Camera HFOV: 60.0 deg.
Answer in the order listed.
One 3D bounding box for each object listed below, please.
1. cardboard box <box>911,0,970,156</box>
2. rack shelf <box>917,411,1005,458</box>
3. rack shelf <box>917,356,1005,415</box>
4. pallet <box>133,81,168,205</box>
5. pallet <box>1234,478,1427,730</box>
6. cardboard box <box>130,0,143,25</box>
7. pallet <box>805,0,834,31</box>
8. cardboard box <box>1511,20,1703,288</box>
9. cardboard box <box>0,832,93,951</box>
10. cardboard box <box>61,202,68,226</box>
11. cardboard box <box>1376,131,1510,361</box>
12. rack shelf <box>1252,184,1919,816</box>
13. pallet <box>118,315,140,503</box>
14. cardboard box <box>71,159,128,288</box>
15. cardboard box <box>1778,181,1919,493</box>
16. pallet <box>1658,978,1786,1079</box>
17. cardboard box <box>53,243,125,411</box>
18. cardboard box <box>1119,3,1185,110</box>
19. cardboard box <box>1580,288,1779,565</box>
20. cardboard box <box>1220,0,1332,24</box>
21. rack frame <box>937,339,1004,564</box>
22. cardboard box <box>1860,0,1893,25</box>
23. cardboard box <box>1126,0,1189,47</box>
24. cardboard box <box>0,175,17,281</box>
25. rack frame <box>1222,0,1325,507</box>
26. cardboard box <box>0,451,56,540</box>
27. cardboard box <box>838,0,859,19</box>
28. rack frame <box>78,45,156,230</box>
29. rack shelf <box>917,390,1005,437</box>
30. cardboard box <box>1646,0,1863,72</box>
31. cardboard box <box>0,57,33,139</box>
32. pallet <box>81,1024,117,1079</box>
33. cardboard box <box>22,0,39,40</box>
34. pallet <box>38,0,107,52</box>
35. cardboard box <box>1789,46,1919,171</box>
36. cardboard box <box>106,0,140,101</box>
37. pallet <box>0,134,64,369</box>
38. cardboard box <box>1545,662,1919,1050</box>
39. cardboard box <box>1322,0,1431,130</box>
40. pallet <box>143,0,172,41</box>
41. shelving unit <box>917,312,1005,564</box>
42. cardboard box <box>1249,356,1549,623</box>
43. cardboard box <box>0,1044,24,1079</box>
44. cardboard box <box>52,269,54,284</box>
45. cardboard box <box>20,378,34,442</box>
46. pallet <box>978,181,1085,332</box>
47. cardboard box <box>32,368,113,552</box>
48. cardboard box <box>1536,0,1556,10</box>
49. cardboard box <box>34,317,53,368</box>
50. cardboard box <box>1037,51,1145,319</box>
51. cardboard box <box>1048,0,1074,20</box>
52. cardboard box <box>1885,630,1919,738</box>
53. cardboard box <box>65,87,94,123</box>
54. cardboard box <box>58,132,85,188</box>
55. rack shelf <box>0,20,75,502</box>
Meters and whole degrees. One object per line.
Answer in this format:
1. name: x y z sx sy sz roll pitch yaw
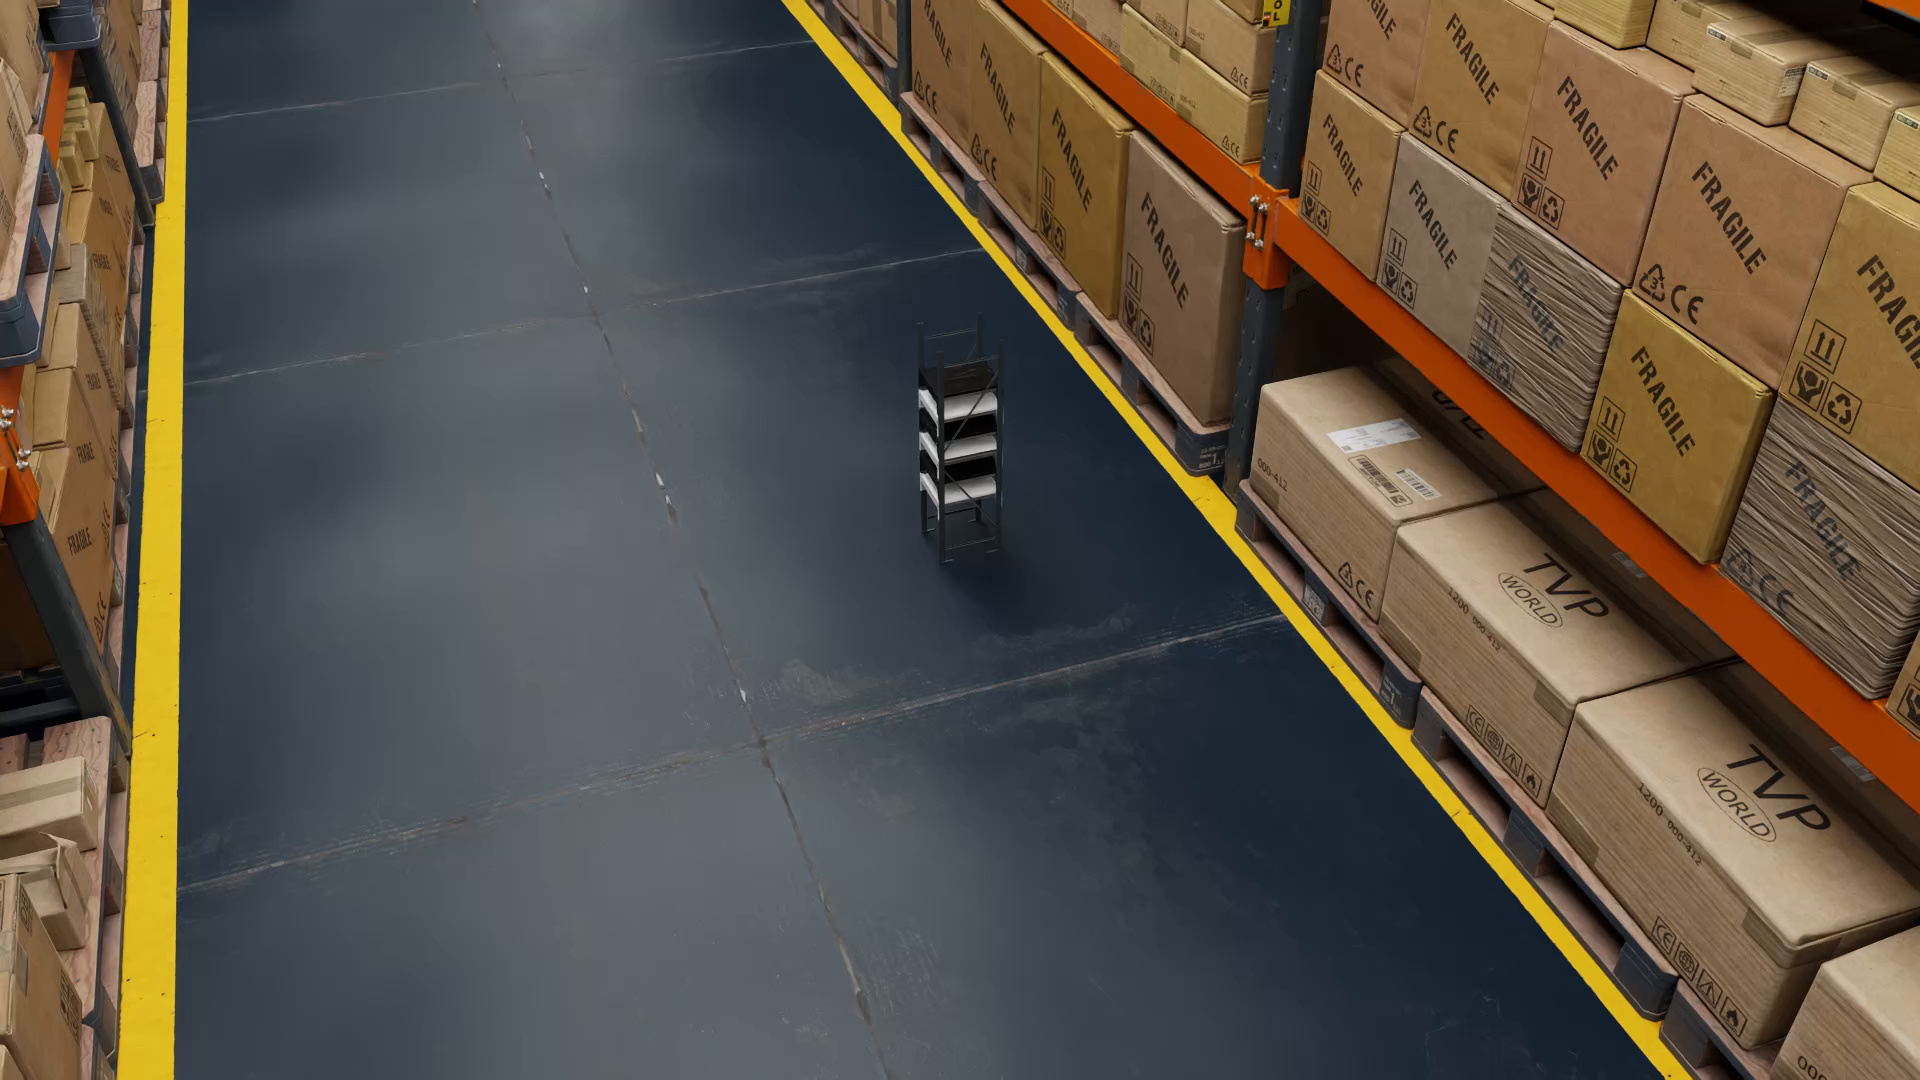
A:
1. cardboard box: 0.299 -2.633 8.670 0.875 0.875 0.875 -13 39 -16
2. rack shelf: 0.003 -0.400 5.939 0.258 0.077 0.200 -12 39 -16
3. rack shelf: 0.003 -0.544 5.831 0.258 0.077 0.200 -12 39 -16
4. pallet: -4.767 -2.051 8.798 1.003 0.211 1.213 -12 39 -16
5. pallet: 1.704 0.098 5.945 1.003 0.211 1.213 -12 39 -16
6. cardboard box: -5.447 -3.438 9.946 0.875 0.625 0.625 -13 39 -16
7. pallet: -0.545 -3.738 11.036 1.003 0.211 1.213 -12 39 -16
8. cardboard box: 1.786 -1.004 4.175 0.500 0.500 0.500 -12 39 -15
9. cardboard box: -2.553 0.948 4.422 0.396 0.266 0.258 -11 38 -14
10. cardboard box: -3.806 -1.289 6.657 0.380 0.149 0.250 -13 39 -17
11. cardboard box: 1.600 -0.897 4.865 0.500 0.500 0.500 -12 39 -16
12. rack shelf: 2.204 -0.045 4.414 1.077 0.370 4.000 -12 39 -16
13. pallet: -3.883 -0.460 6.686 1.003 0.211 1.213 -12 39 -16
14. cardboard box: -4.011 -1.382 7.320 0.500 0.500 0.500 -13 39 -17
15. cardboard box: 2.128 -0.434 3.419 0.500 0.500 0.500 -13 39 -16
16. pallet: 2.543 1.476 4.115 1.003 0.211 1.213 -12 39 -16
17. cardboard box: -3.632 -0.797 6.544 0.500 0.500 0.500 -14 39 -18
18. cardboard box: 0.950 -1.891 6.392 0.500 0.250 0.500 -13 39 -17
19. cardboard box: 1.943 -0.324 4.104 0.500 0.500 0.500 -11 38 -15
20. cardboard box: 1.126 -2.102 5.633 0.500 0.500 0.500 -11 38 -14
21. rack frame: 0.038 -0.297 5.897 0.240 0.900 0.006 -12 39 -16
22. cardboard box: 2.301 -1.317 4.052 0.380 0.149 0.250 -13 39 -17
23. cardboard box: 0.956 -2.081 6.229 0.500 0.250 0.500 -12 38 -15
24. cardboard box: -3.100 -0.959 4.598 0.700 0.500 0.500 -11 38 -15
25. rack frame: 1.515 -1.462 5.698 1.000 3.000 0.127 -12 39 -16
26. cardboard box: -3.017 -0.118 5.103 0.380 0.149 0.250 -11 38 -14
27. cardboard box: -0.308 -3.576 10.340 0.950 0.372 0.625 -13 39 -17
28. rack frame: -4.520 -2.692 7.330 1.000 3.000 0.127 -12 39 -16
29. rack shelf: 0.003 -0.472 5.885 0.258 0.077 0.200 -12 39 -16
30. cardboard box: 1.867 -1.217 3.919 0.380 0.149 0.250 -13 39 -16
31. cardboard box: -3.262 -1.410 5.392 0.396 0.266 0.258 -11 38 -14
32. pallet: -2.485 1.760 3.738 1.003 0.211 1.213 -12 39 -16
33. cardboard box: -3.785 -2.017 6.000 0.797 0.503 0.637 -13 39 -17
34. pallet: -4.221 -2.247 6.899 1.213 0.211 1.003 -12 39 -16
35. cardboard box: 2.017 -0.924 3.530 0.380 0.149 0.250 -11 38 -14
36. cardboard box: -4.954 -2.634 8.878 0.875 0.625 0.625 -11 38 -14
37. pallet: -3.316 -0.829 5.018 1.003 0.211 1.213 -12 39 -16
38. cardboard box: 2.248 0.786 4.494 0.875 0.438 0.875 -11 38 -15
39. cardboard box: 1.452 -1.582 4.943 0.500 0.500 0.500 -12 39 -16
40. pallet: -5.607 -3.429 10.627 1.003 0.211 1.213 -12 39 -16
41. shelving unit: 0.003 -0.355 5.973 0.258 0.900 0.210 -12 39 -16
42. cardboard box: 1.631 -0.229 5.842 0.875 0.438 0.875 -13 39 -17
43. cardboard box: -2.235 1.483 3.517 0.500 0.500 0.500 -12 39 -15
44. cardboard box: -3.646 -0.989 6.260 0.380 0.149 0.250 -12 39 -16
45. cardboard box: -3.284 -0.401 5.479 0.380 0.149 0.250 -14 39 -18
46. pallet: 0.756 -1.459 8.011 1.003 0.211 1.213 -12 39 -16
47. cardboard box: -3.292 -0.220 5.778 0.500 0.500 0.500 -13 39 -17
48. cardboard box: 1.639 -1.498 4.292 0.380 0.149 0.250 -13 39 -16
49. cardboard box: -3.442 -0.702 5.879 0.380 0.149 0.250 -13 39 -16
50. cardboard box: 0.909 -1.623 7.329 0.875 0.875 0.875 -11 38 -15
51. cardboard box: 0.613 -2.471 7.162 0.500 0.250 0.500 -12 39 -16
52. cardboard box: 2.319 0.253 3.337 0.500 0.500 0.500 -13 39 -17
53. cardboard box: -4.113 -1.894 7.460 0.380 0.149 0.250 -14 39 -18
54. cardboard box: -3.940 -1.588 7.054 0.380 0.149 0.250 -14 39 -17
55. rack shelf: -3.832 -1.275 6.047 1.077 0.370 4.000 -12 39 -16
